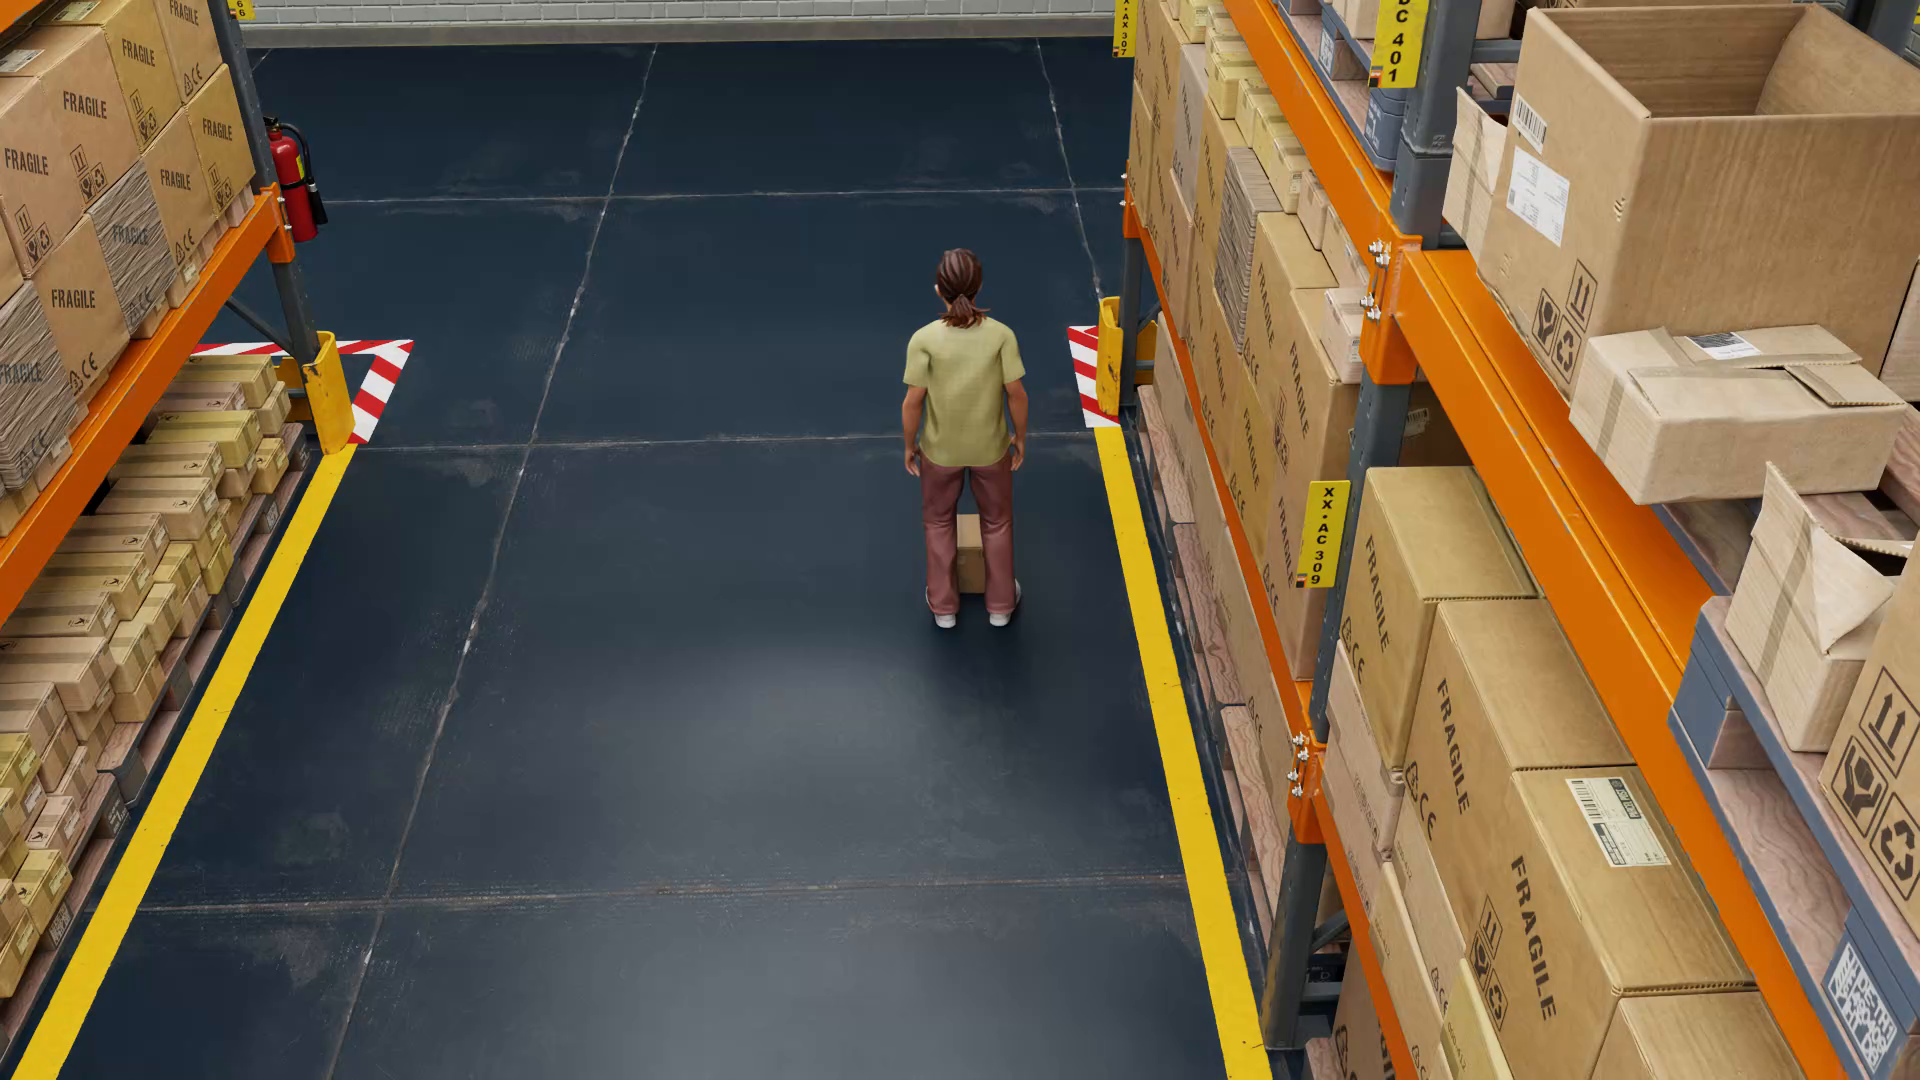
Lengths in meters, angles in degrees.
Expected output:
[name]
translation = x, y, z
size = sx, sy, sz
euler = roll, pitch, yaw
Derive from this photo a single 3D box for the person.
[person]
translation = 0.020, -0.374, 6.676
size = 0.506, 1.671, 0.364
euler = -2, 35, -3
